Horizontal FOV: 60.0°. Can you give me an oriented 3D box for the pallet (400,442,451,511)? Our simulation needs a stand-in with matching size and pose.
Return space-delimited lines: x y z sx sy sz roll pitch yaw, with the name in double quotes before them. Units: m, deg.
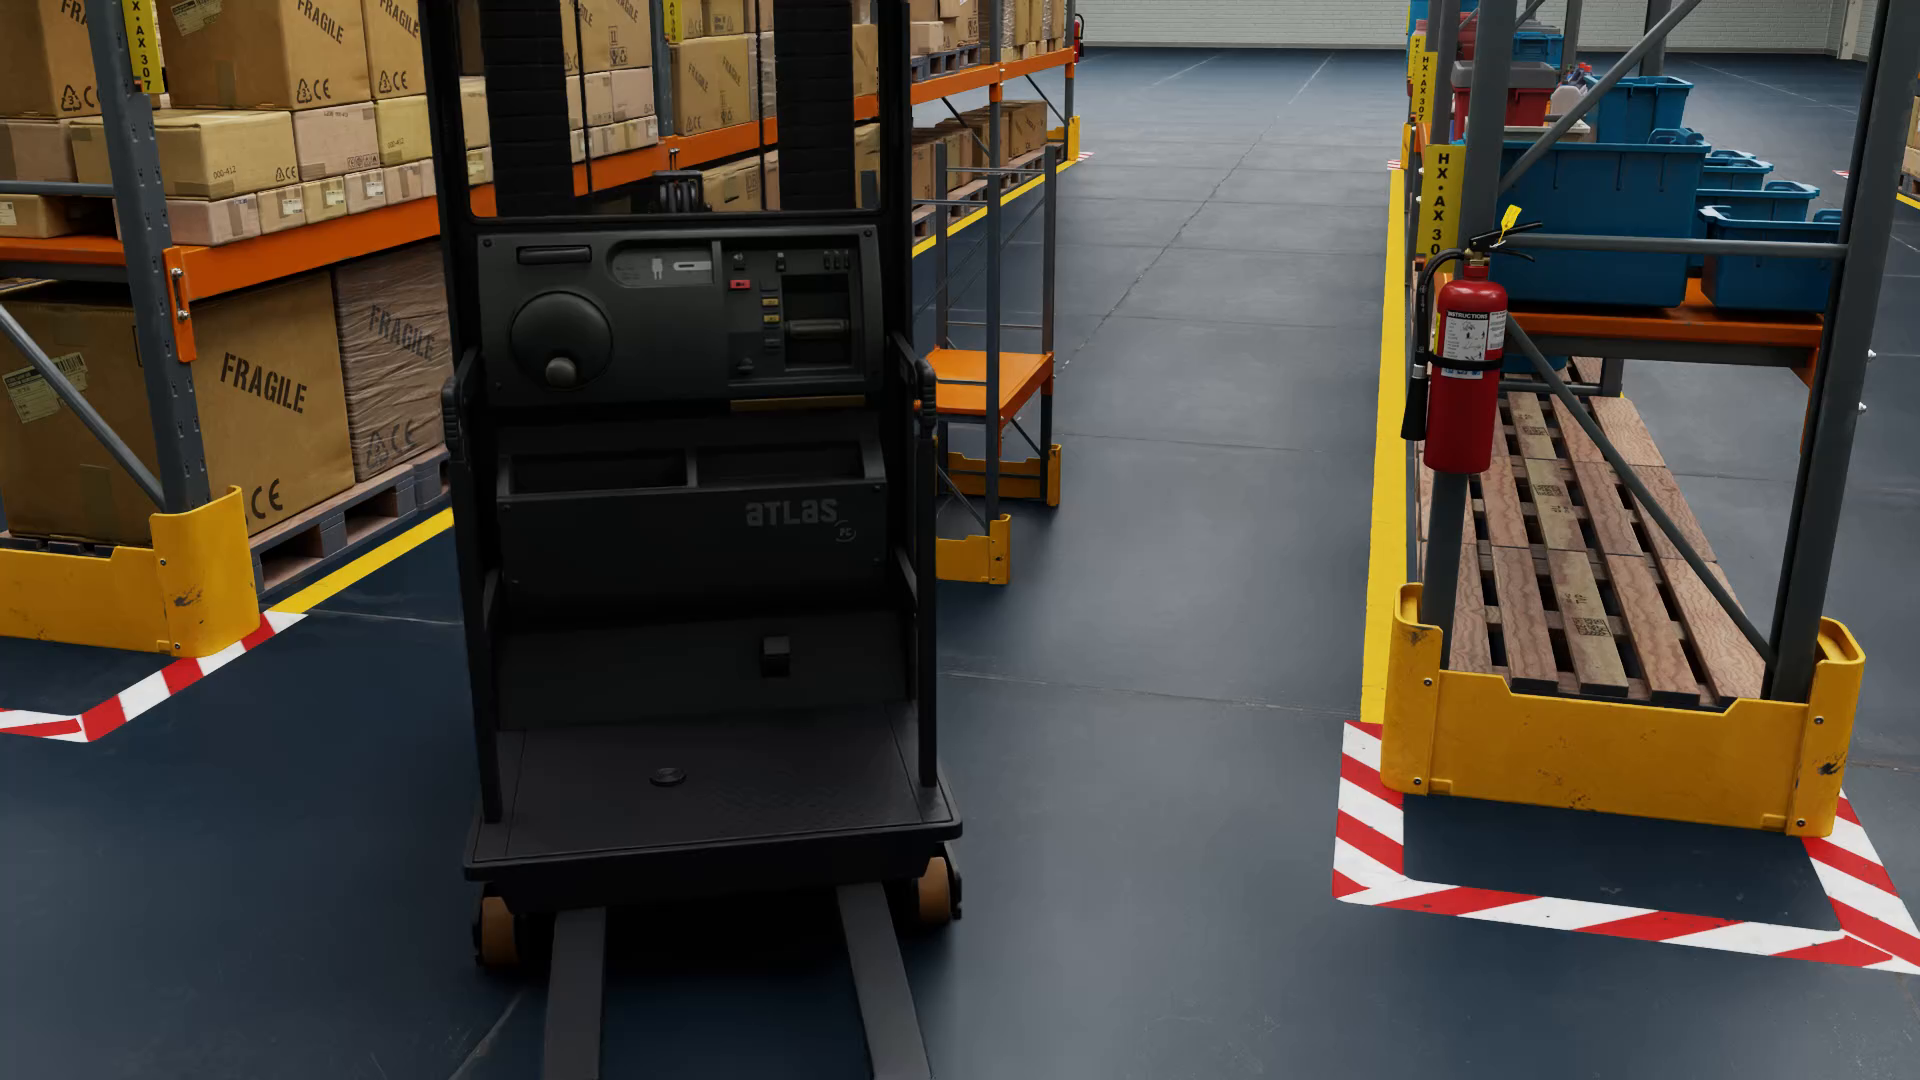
"pallet" -2.608 -0.446 7.668 1.003 0.211 1.213 5 19 13

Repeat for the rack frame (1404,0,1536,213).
"rack frame" 4.708 -4.498 15.216 1.000 3.000 0.127 5 19 13

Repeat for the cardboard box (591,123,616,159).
"cardboard box" -1.932 -1.980 8.233 0.380 0.149 0.250 4 19 12

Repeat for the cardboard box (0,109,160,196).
"cardboard box" -3.166 -1.371 5.832 0.500 0.250 0.500 4 19 13

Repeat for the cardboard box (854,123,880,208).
"cardboard box" -1.261 -2.614 12.338 1.225 0.875 0.875 4 19 11

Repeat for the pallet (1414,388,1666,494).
"pallet" 2.611 -0.437 7.642 1.003 0.211 1.213 5 19 13

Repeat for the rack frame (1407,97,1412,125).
"rack frame" 5.685 -5.752 18.886 1.000 3.000 0.127 5 19 13

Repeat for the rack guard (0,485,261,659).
"rack guard" -3.033 0.062 5.731 1.175 0.500 0.348 5 19 13

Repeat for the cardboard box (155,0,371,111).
"cardboard box" -2.526 -1.838 6.041 0.500 0.500 0.500 4 19 12

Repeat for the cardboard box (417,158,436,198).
"cardboard box" -2.309 -1.498 6.820 0.380 0.149 0.250 4 19 13

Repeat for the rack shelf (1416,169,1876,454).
"rack shelf" 2.264 -1.023 6.156 1.077 0.370 4.000 5 19 13

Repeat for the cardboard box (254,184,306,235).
"cardboard box" -2.559 -1.175 5.875 0.380 0.149 0.250 4 19 13

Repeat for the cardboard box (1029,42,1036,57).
"cardboard box" 0.602 -5.285 17.909 0.380 0.149 0.250 5 19 13

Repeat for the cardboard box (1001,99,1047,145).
"cardboard box" 0.713 -4.964 19.799 0.500 0.500 0.500 9 21 23

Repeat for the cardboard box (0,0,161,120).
"cardboard box" -3.163 -1.726 5.712 0.500 0.500 0.500 5 19 14

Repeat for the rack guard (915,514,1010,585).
"rack guard" -0.103 0.014 6.260 0.587 0.250 0.087 5 19 13

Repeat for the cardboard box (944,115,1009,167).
"cardboard box" 0.174 -4.207 17.582 0.500 0.500 0.500 12 22 31

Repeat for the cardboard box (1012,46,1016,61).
"cardboard box" 0.357 -4.972 16.992 0.380 0.149 0.250 5 19 13

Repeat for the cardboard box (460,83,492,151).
"cardboard box" -2.279 -1.812 7.122 0.500 0.250 0.500 4 19 12

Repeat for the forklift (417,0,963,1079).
"forklift" -0.610 -0.533 3.714 1.130 2.935 3.031 -3 19 -10

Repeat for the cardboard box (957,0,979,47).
"cardboard box" -0.425 -5.134 15.499 1.000 1.000 1.000 5 19 14

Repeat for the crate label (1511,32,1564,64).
"crate label" 4.235 -3.551 12.389 0.502 0.435 0.616 5 19 13

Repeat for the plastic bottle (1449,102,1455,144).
"plastic bottle" 2.536 -2.081 8.331 0.152 0.276 0.135 5 19 13

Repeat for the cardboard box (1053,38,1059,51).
"cardboard box" 0.940 -5.758 19.292 0.380 0.149 0.250 5 19 13

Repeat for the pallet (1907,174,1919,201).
"pallet" 10.041 -3.416 16.361 1.003 0.211 1.213 5 19 13

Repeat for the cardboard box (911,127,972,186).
"cardboard box" -0.266 -3.724 16.135 0.700 0.500 0.500 3 19 9

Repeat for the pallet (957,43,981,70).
"pallet" -0.423 -4.570 15.724 1.003 0.211 1.213 5 19 13

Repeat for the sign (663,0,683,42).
"sign" -1.511 -2.786 8.740 0.100 0.325 0.005 5 19 13

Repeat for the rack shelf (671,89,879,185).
"rack shelf" -1.561 -2.668 10.971 1.077 0.370 4.000 5 19 13

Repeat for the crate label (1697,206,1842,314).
"crate label" 2.155 -0.737 4.372 0.416 0.233 0.303 5 19 13

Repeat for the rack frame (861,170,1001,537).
"rack frame" -0.103 -0.577 6.057 0.500 1.500 0.032 5 19 13

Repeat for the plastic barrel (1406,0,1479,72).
"plastic barrel" 4.319 -4.638 14.850 0.600 0.901 0.708 5 19 13

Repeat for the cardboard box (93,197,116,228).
"cardboard box" -3.198 -1.228 6.032 0.380 0.149 0.250 5 19 14

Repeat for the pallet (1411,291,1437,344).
"pallet" 3.278 -1.293 10.147 1.003 0.211 1.213 5 19 13

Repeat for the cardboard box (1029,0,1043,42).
"cardboard box" 0.418 -5.685 18.077 0.875 0.500 0.500 5 19 13

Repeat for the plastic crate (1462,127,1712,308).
"plastic crate" 1.676 -0.902 4.539 0.616 0.435 0.499 5 19 13

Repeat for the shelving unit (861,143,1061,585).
"shelving unit" 0.019 -0.734 6.515 0.587 1.500 1.083 5 19 13

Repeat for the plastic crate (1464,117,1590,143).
"plastic crate" 2.201 -1.499 6.526 0.437 0.282 0.530 5 19 13

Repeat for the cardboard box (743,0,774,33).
"cardboard box" -1.586 -3.515 10.631 0.797 0.503 0.637 5 20 15

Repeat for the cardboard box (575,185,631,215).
"cardboard box" -2.289 -1.374 8.708 0.875 0.875 0.875 5 19 13

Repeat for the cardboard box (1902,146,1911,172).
"cardboard box" 10.022 -3.949 17.214 0.500 0.250 0.500 5 19 13

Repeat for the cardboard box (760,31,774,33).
"cardboard box" -1.329 -3.030 10.764 0.500 0.500 0.500 5 19 14

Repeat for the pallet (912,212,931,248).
"pallet" -0.880 -2.561 13.858 1.003 0.211 1.213 5 19 13

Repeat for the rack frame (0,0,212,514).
"rack frame" -3.027 -1.128 5.349 1.000 3.000 0.127 5 19 13

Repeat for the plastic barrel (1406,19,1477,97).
"plastic barrel" 3.550 -3.478 12.019 0.600 0.536 0.708 5 19 13

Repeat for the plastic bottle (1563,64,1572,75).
"plastic bottle" 4.045 -3.029 11.094 0.061 0.283 0.133 5 19 13

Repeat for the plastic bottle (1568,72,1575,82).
"plastic bottle" 3.848 -2.794 10.425 0.097 0.271 0.097 0 19 0
